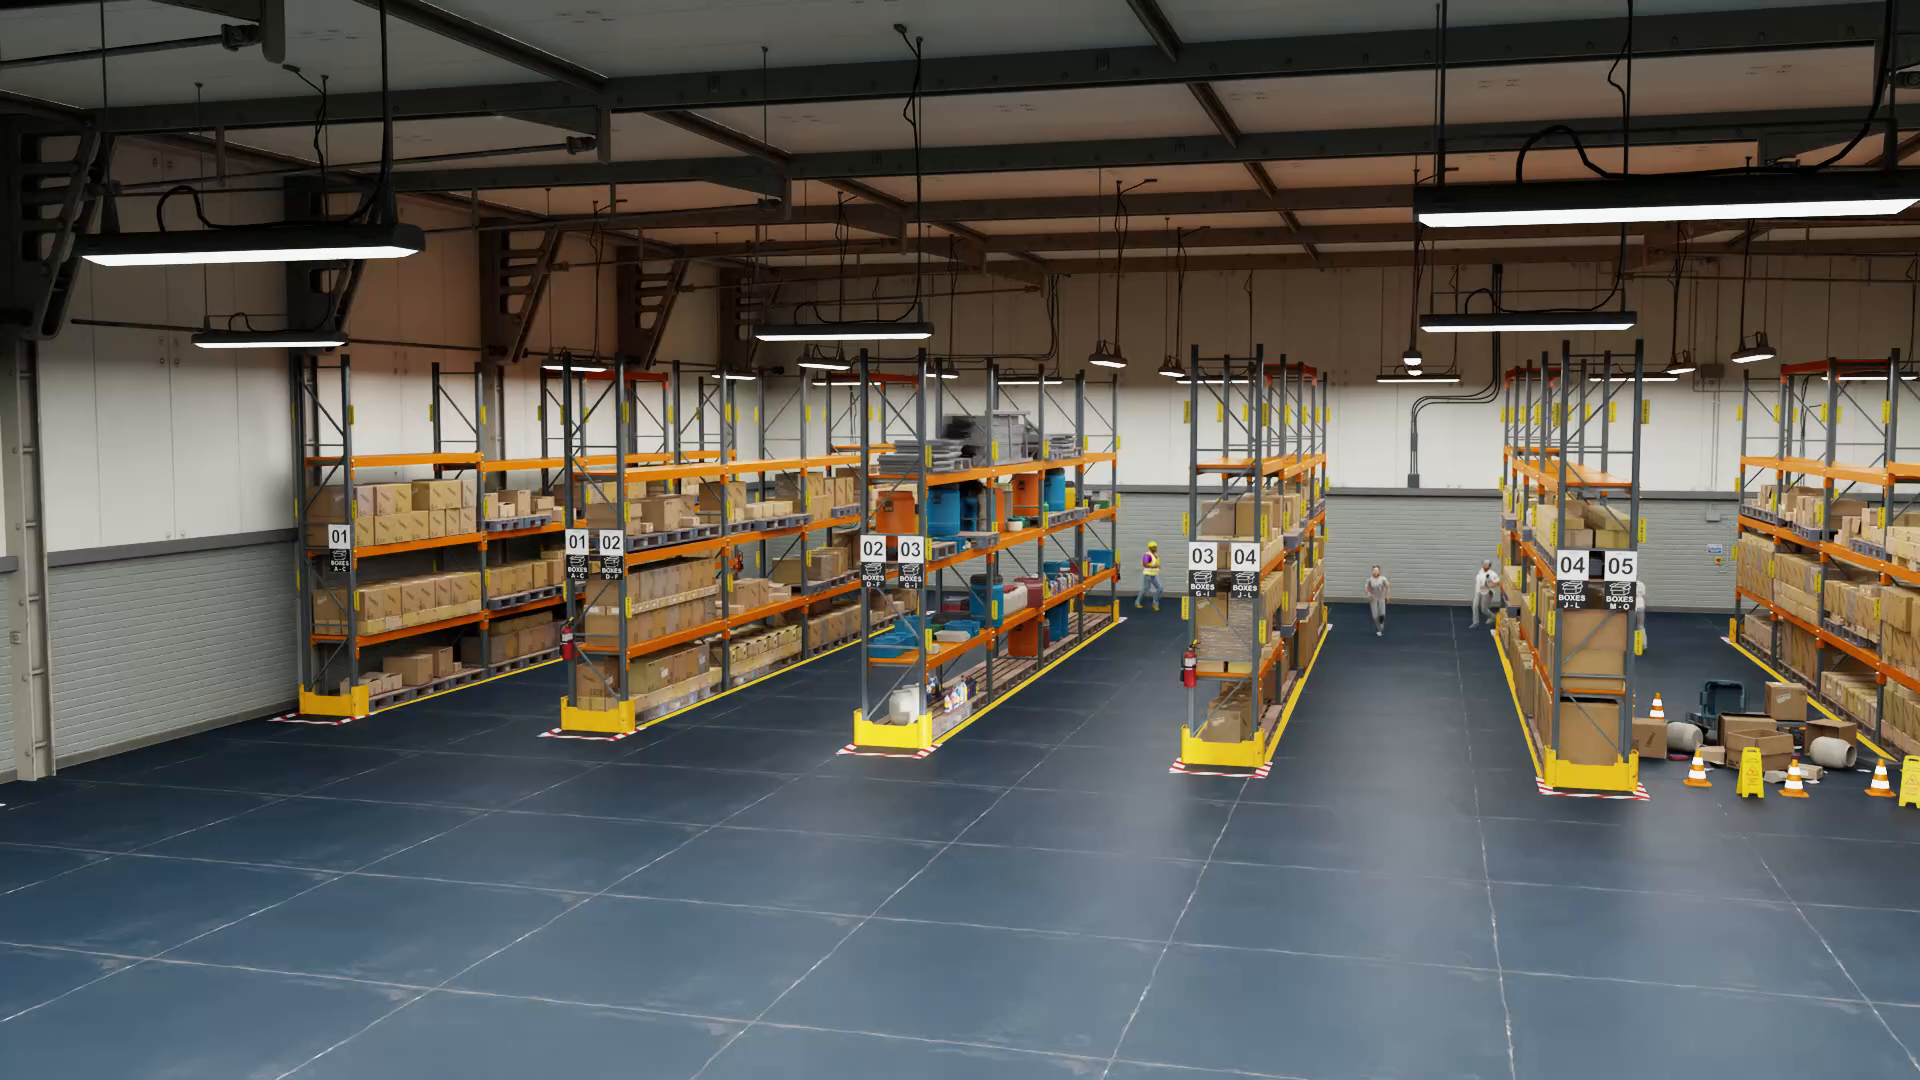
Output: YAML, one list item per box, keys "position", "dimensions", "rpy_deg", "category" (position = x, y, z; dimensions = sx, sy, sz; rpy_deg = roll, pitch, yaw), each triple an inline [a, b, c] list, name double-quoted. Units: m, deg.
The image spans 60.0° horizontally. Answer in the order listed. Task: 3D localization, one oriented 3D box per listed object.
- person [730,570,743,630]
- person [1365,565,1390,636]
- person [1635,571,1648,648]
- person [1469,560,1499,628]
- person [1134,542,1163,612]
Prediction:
- position: [-4.978, 1.444, 37.221]
  dimensions: [0.598, 1.618, 0.959]
  rpy_deg: [0, 4, 2]
  category: "person"
- position: [9.458, 1.377, 37.675]
  dimensions: [0.564, 1.608, 0.598]
  rpy_deg: [1, 4, 10]
  category: "person"
- position: [14.417, 1.484, 35.576]
  dimensions: [0.588, 1.726, 0.955]
  rpy_deg: [0, 4, -6]
  category: "person"
- position: [12.413, 1.275, 39.182]
  dimensions: [0.772, 1.647, 0.652]
  rpy_deg: [-3, 5, -33]
  category: "person"
- position: [4.855, 0.942, 42.585]
  dimensions: [0.743, 1.808, 0.760]
  rpy_deg: [3, 5, 39]
  category: "person"
